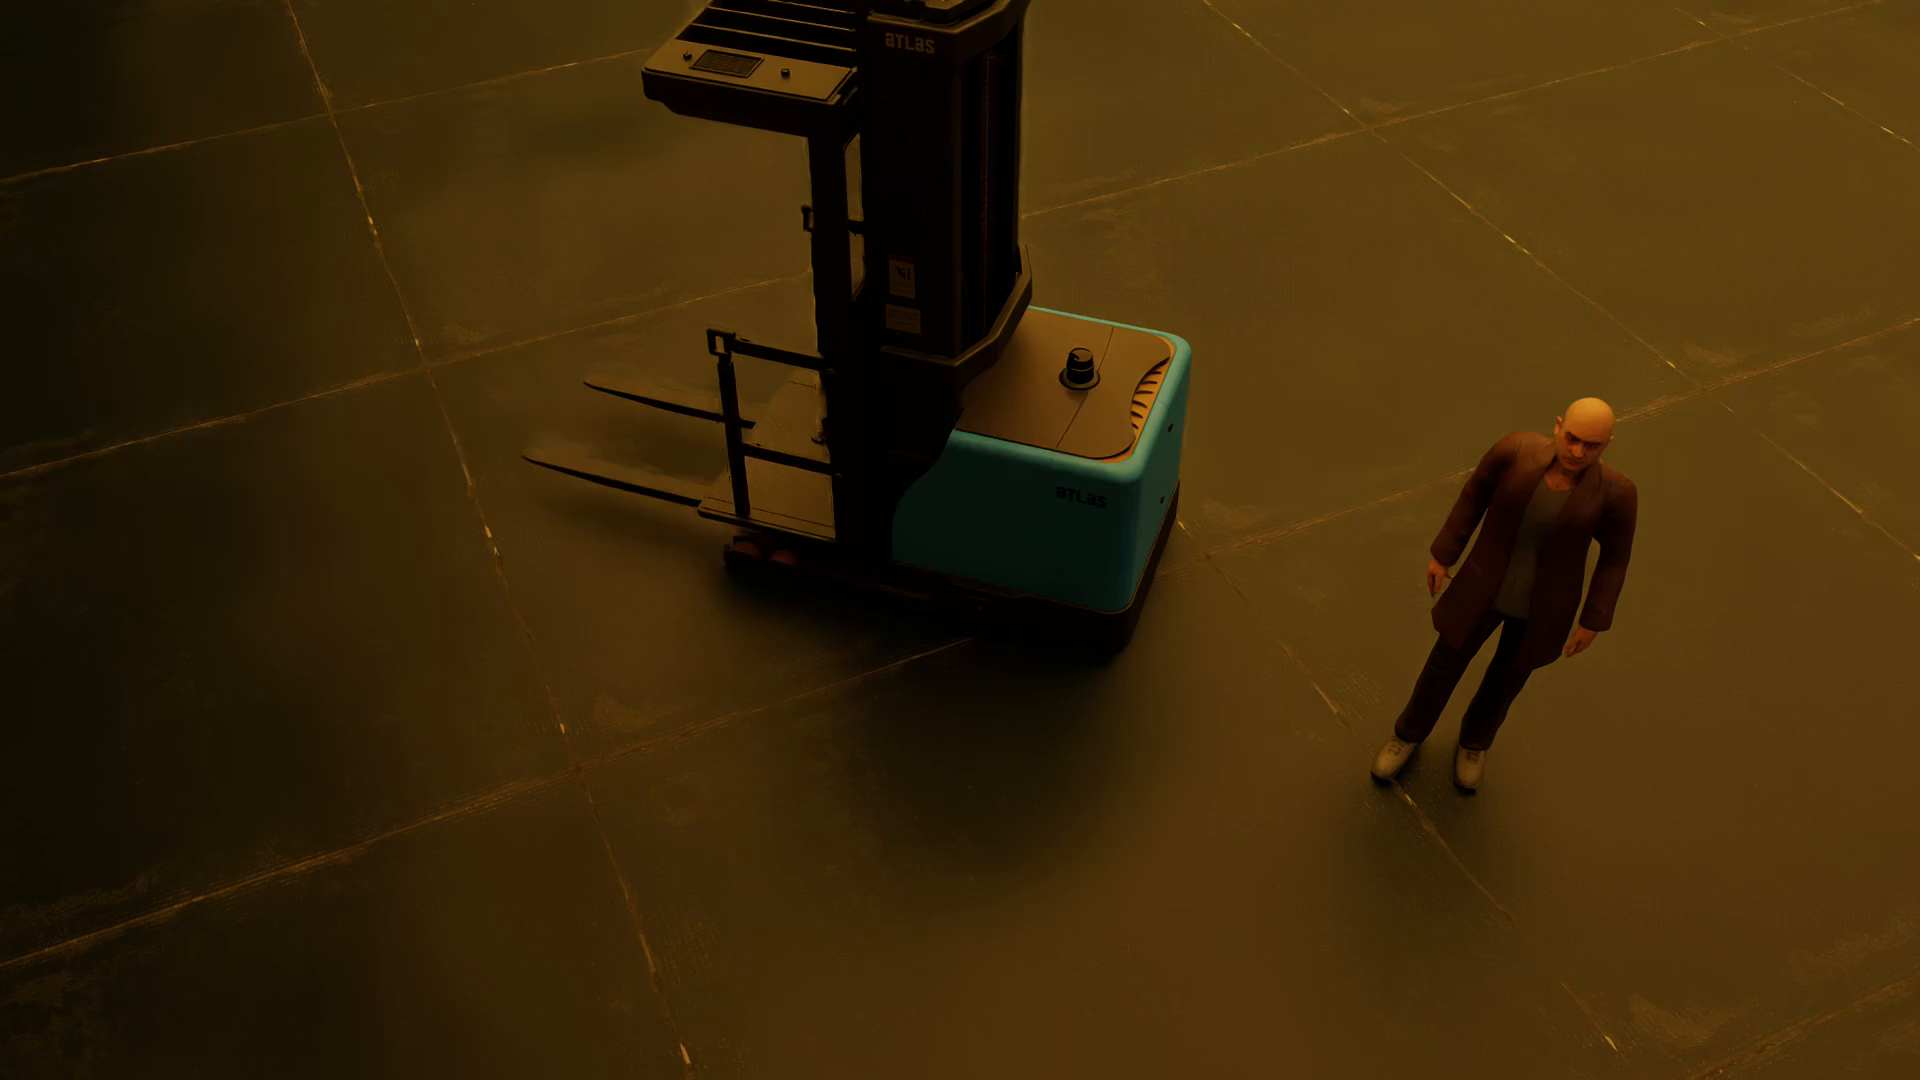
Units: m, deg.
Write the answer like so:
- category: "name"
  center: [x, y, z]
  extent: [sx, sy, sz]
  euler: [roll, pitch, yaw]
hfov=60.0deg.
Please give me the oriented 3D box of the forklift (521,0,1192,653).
- category: "forklift"
  center: [-0.557, -1.188, 6.953]
  extent: [3.031, 2.935, 1.130]
  euler: [13, 45, 14]

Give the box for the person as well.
- category: "person"
  center: [2.061, 0.259, 6.241]
  extent: [0.705, 1.780, 0.582]
  euler: [22, 47, 22]
